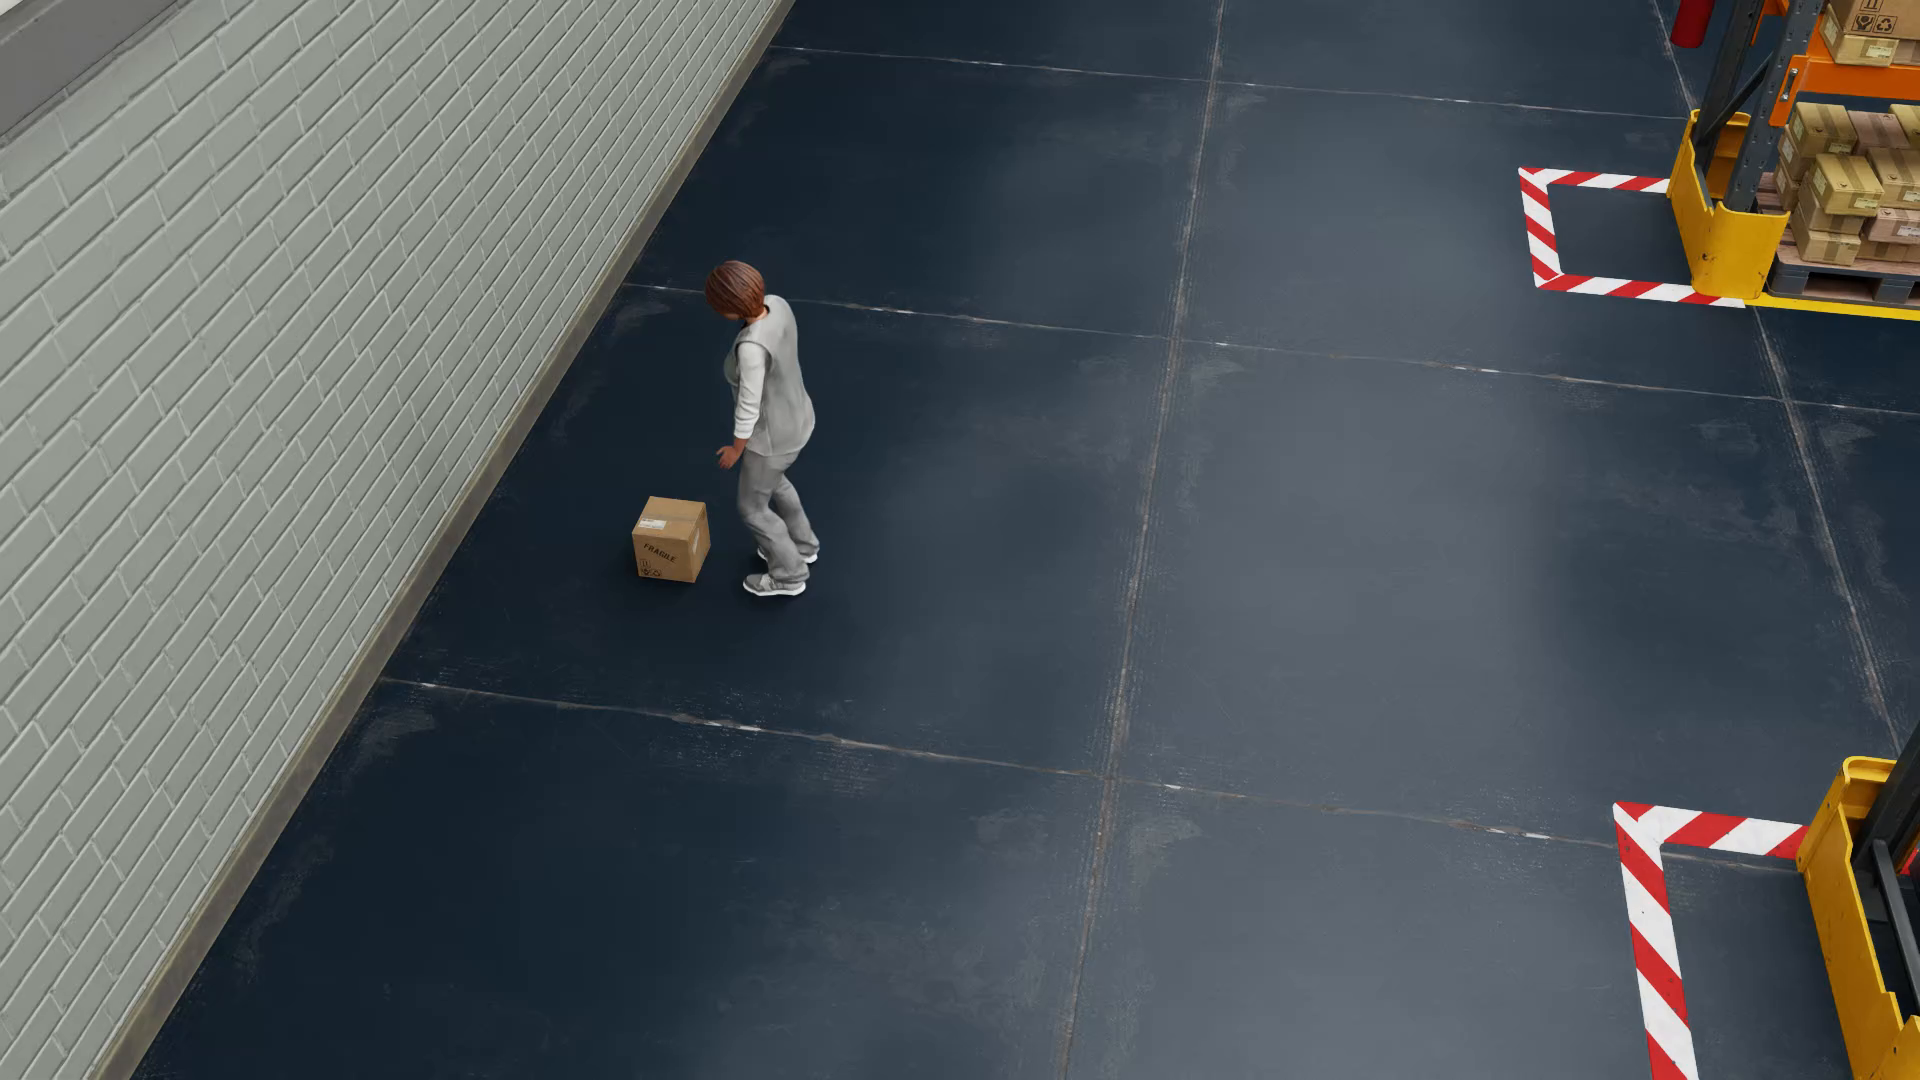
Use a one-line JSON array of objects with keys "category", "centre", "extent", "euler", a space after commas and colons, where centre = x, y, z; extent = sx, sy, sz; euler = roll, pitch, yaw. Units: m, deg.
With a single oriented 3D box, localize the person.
[{"category": "person", "centre": [-0.777, -0.673, 6.463], "extent": [0.368, 0.870, 0.423], "euler": [8, 42, 9]}]
